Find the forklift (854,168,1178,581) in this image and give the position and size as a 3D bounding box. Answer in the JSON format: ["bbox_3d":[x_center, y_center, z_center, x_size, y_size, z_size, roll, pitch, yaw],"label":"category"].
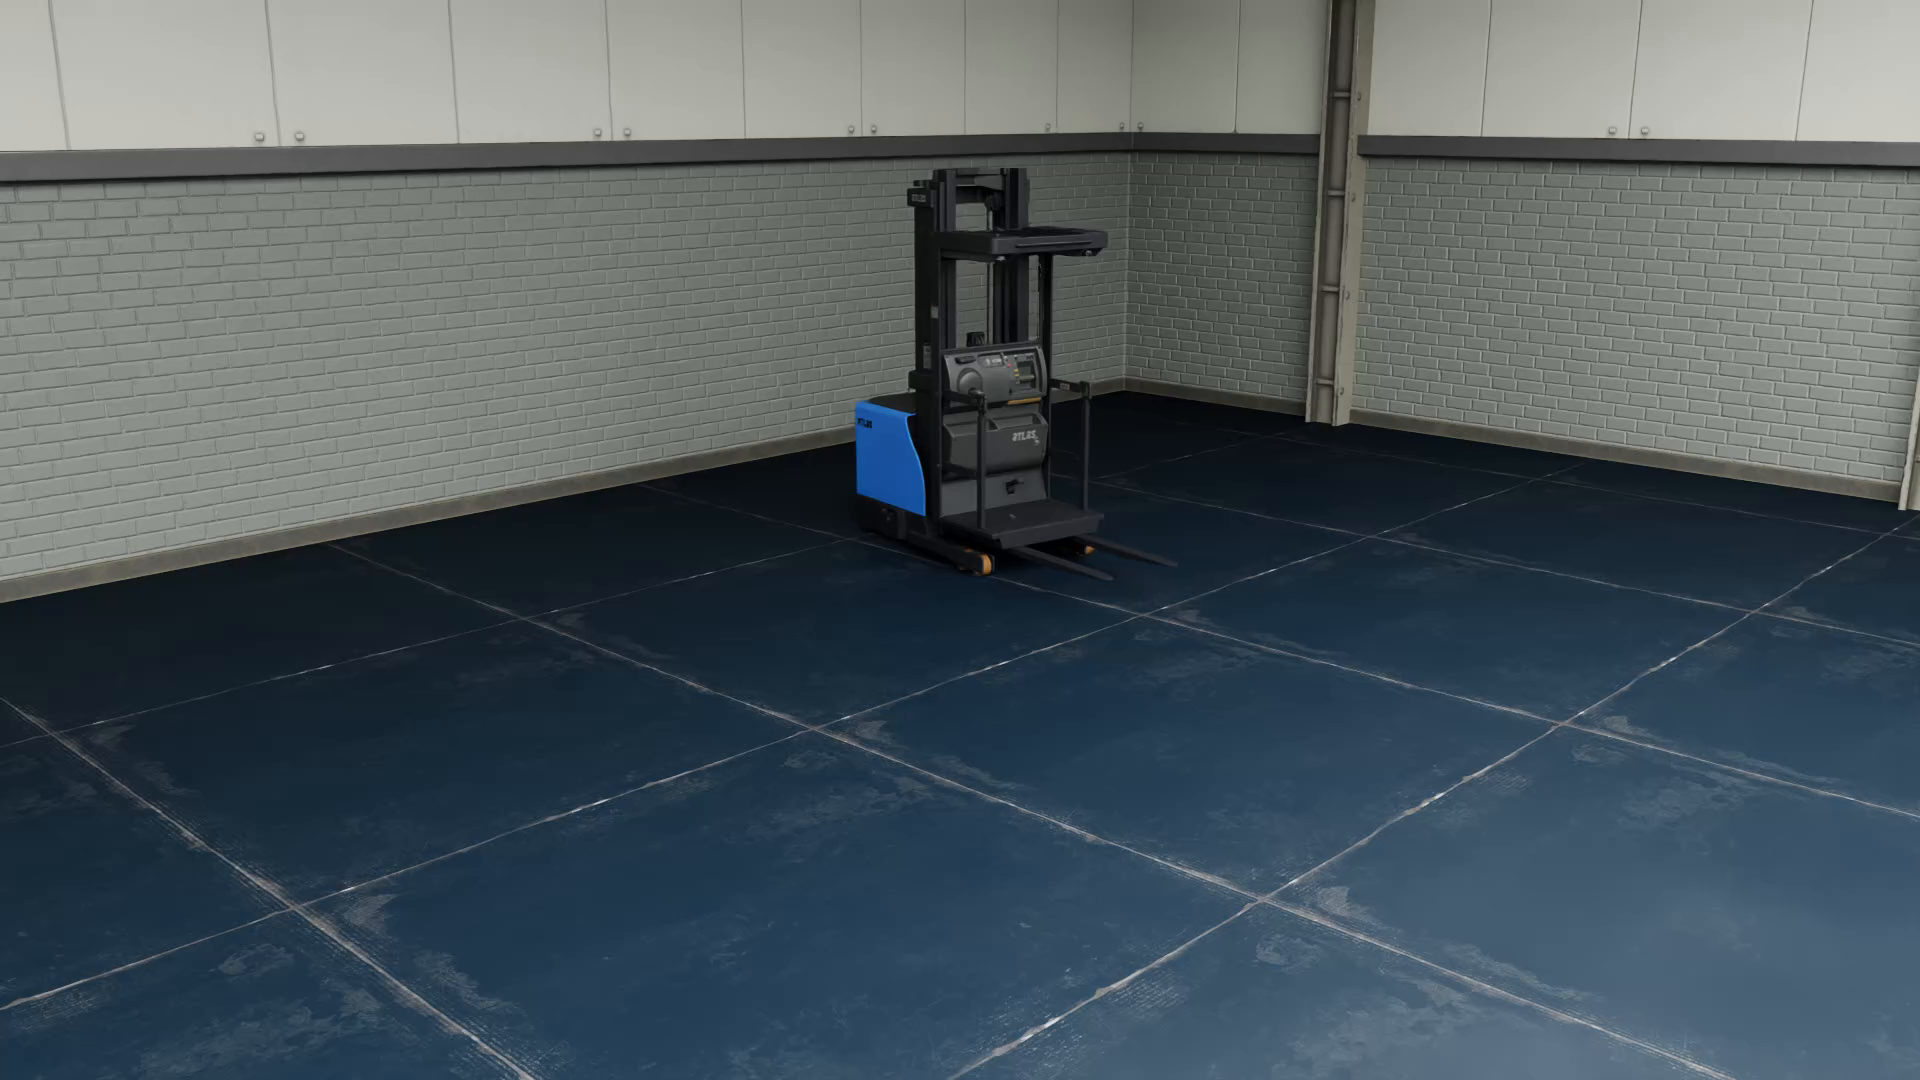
[{"bbox_3d":[0.400,-1.285,12.552,1.130,2.935,3.031,-10,18,-35],"label":"forklift"}]

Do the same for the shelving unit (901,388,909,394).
[{"bbox_3d":[-0.374,-0.760,14.266,0.215,1.050,0.252,2,15,9],"label":"shelving unit"}]

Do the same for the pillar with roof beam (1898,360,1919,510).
[{"bbox_3d":[5.413,-3.833,10.297,0.400,9.000,9.100,14,20,42],"label":"pillar with roof beam"}]

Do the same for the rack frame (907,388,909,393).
[{"bbox_3d":[-0.354,-0.790,14.383,0.200,1.050,0.008,2,15,9],"label":"rack frame"}]

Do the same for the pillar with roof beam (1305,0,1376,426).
[{"bbox_3d":[1.094,-4.883,14.327,0.400,9.000,9.100,14,20,42],"label":"pillar with roof beam"}]
